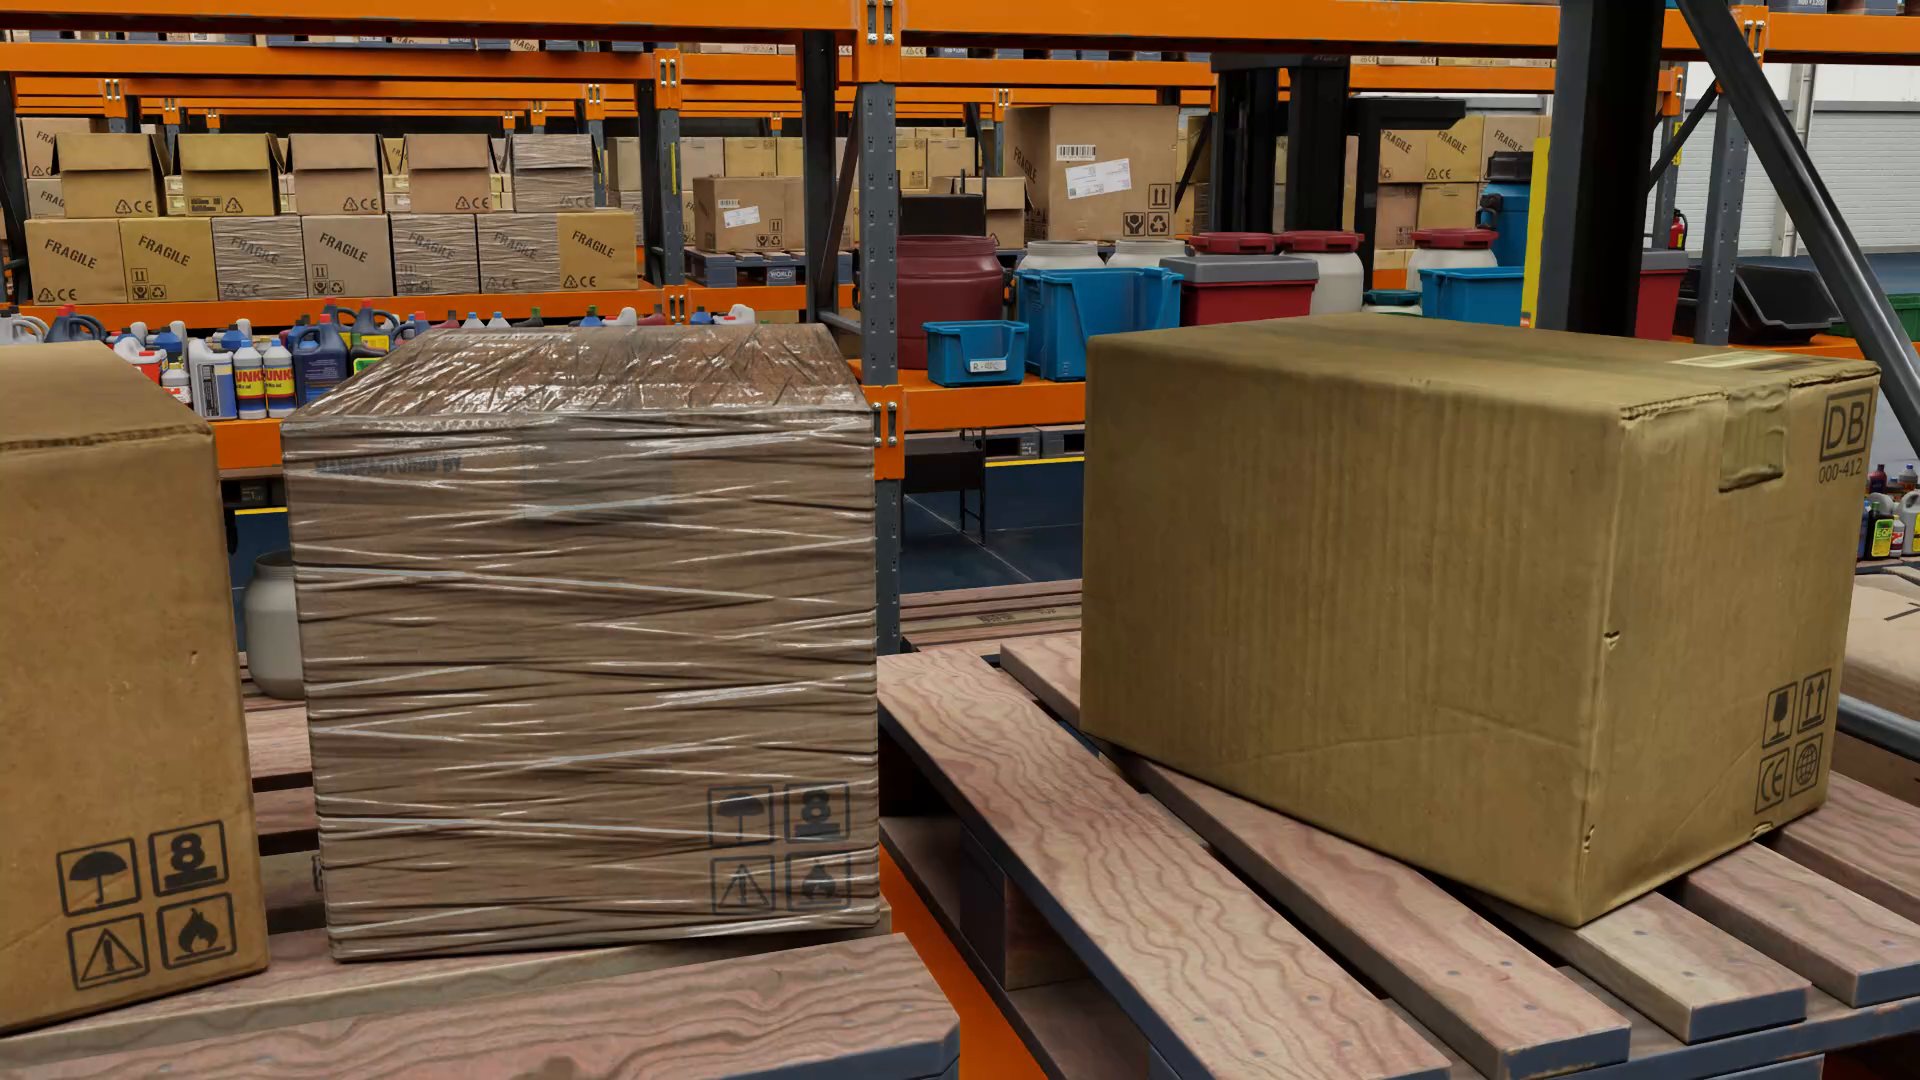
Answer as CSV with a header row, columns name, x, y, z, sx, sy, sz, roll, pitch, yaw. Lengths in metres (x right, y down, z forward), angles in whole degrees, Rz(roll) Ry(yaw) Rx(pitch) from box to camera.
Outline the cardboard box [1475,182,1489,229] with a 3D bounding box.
name,x,y,z,sx,sy,sz,roll,pitch,yaw
cardboard box,4.092,-2.622,13.326,0.500,0.500,0.875,-4,14,-18

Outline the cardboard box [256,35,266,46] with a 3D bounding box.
name,x,y,z,sx,sy,sz,roll,pitch,yaw
cardboard box,-8.061,-5.556,18.911,0.500,0.500,0.500,-5,14,-19

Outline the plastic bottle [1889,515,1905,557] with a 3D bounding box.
name,x,y,z,sx,sy,sz,roll,pitch,yaw
plastic bottle,4.686,-0.023,8.356,0.097,0.201,0.097,0,13,0

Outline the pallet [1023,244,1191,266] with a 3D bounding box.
name,x,y,z,sx,sy,sz,roll,pitch,yaw
pallet,0.984,-2.141,12.576,1.213,0.211,1.003,-4,14,-18

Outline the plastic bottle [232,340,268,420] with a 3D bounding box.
name,x,y,z,sx,sy,sz,roll,pitch,yaw
plastic bottle,-2.472,-0.558,5.785,0.097,0.271,0.097,0,13,0

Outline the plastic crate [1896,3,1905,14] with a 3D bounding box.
name,x,y,z,sx,sy,sz,roll,pitch,yaw
plastic crate,4.726,-2.711,8.644,0.396,0.136,0.243,-4,14,-18

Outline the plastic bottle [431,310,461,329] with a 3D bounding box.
name,x,y,z,sx,sy,sz,roll,pitch,yaw
plastic bottle,-2.080,-0.784,6.710,0.133,0.283,0.061,-4,14,-18

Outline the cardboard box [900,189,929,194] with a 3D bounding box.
name,x,y,z,sx,sy,sz,roll,pitch,yaw
cardboard box,-0.620,-3.268,16.685,0.500,0.500,0.500,-5,14,-19

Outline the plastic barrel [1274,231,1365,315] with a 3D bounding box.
name,x,y,z,sx,sy,sz,roll,pitch,yaw
plastic barrel,1.662,-1.162,7.752,0.433,0.535,0.433,0,13,0

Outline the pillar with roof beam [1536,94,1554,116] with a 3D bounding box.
name,x,y,z,sx,sy,sz,roll,pitch,yaw
pillar with roof beam,12.597,-8.822,27.286,0.400,9.000,9.100,-4,14,-18

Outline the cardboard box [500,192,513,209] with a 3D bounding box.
name,x,y,z,sx,sy,sz,roll,pitch,yaw
cardboard box,-4.098,-3.129,15.309,0.250,0.149,0.380,-4,14,-16

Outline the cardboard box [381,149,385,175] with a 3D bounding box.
name,x,y,z,sx,sy,sz,roll,pitch,yaw
cardboard box,-7.042,-4.466,19.559,0.500,0.500,0.500,-5,14,-19

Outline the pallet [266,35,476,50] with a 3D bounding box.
name,x,y,z,sx,sy,sz,roll,pitch,yaw
pallet,-3.689,-3.189,10.492,1.213,0.211,1.003,-4,14,-15

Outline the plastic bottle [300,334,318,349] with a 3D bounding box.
name,x,y,z,sx,sy,sz,roll,pitch,yaw
plastic bottle,-2.333,-0.604,5.978,0.097,0.271,0.097,0,13,0

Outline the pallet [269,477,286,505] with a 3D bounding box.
name,x,y,z,sx,sy,sz,roll,pitch,yaw
pallet,-3.962,-0.476,11.189,1.213,0.211,1.003,-4,14,-18

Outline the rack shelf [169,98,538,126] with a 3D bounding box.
name,x,y,z,sx,sy,sz,roll,pitch,yaw
rack shelf,-7.093,-5.099,19.669,4.000,0.370,1.077,-4,14,-18

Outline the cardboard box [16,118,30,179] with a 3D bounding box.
name,x,y,z,sx,sy,sz,roll,pitch,yaw
cardboard box,-8.161,-3.310,14.057,0.500,0.500,0.500,-5,14,-20

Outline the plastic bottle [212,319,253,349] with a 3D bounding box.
name,x,y,z,sx,sy,sz,roll,pitch,yaw
plastic bottle,-2.806,-0.713,6.426,0.135,0.276,0.152,-4,14,-18

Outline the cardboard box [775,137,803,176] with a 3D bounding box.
name,x,y,z,sx,sy,sz,roll,pitch,yaw
cardboard box,-1.645,-3.739,16.502,0.500,0.500,0.700,-5,14,-19

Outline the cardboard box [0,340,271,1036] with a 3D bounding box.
name,x,y,z,sx,sy,sz,roll,pitch,yaw
cardboard box,-1.017,0.108,1.584,0.500,0.500,0.700,-9,16,-32

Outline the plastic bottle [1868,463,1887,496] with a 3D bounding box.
name,x,y,z,sx,sy,sz,roll,pitch,yaw
plastic bottle,5.087,-0.282,9.266,0.133,0.283,0.061,-4,14,-17

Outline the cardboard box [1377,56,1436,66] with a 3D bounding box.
name,x,y,z,sx,sy,sz,roll,pitch,yaw
cardboard box,3.237,-3.697,12.544,0.500,0.250,0.500,-5,14,-20

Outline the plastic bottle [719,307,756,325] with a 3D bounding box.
name,x,y,z,sx,sy,sz,roll,pitch,yaw
plastic bottle,-0.922,-0.823,6.887,0.135,0.276,0.152,-4,14,-18

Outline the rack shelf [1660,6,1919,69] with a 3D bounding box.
name,x,y,z,sx,sy,sz,roll,pitch,yaw
rack shelf,5.230,-2.429,8.447,4.000,0.370,1.077,-4,14,-18

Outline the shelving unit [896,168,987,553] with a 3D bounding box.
name,x,y,z,sx,sy,sz,roll,pitch,yaw
shelving unit,-0.157,-1.009,9.348,0.503,2.100,0.431,-4,14,-18

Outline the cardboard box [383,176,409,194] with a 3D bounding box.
name,x,y,z,sx,sy,sz,roll,pitch,yaw
cardboard box,-5.067,-3.199,14.958,0.250,0.149,0.380,-4,14,-15

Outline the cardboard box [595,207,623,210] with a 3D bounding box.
name,x,y,z,sx,sy,sz,roll,pitch,yaw
cardboard box,-2.584,-2.036,11.504,0.500,0.500,0.500,-4,14,-16

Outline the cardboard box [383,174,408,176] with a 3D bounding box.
name,x,y,z,sx,sy,sz,roll,pitch,yaw
cardboard box,-5.268,-3.341,15.558,0.250,0.149,0.380,-4,14,-16

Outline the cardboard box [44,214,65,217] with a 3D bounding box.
name,x,y,z,sx,sy,sz,roll,pitch,yaw
cardboard box,-5.472,-1.811,10.560,0.500,0.500,0.500,-4,14,-18

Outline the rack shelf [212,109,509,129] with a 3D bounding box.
name,x,y,z,sx,sy,sz,roll,pitch,yaw
rack shelf,-8.679,-6.187,24.245,4.000,0.370,1.077,-4,14,-18

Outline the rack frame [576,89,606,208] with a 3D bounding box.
name,x,y,z,sx,sy,sz,roll,pitch,yaw
rack frame,-3.523,-3.059,16.021,0.127,3.000,1.000,-4,14,-18

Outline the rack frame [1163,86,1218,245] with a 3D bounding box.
name,x,y,z,sx,sy,sz,roll,pitch,yaw
rack frame,1.755,-2.259,12.657,0.127,3.000,1.000,-4,14,-18

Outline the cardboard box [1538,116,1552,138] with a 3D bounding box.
name,x,y,z,sx,sy,sz,roll,pitch,yaw
cardboard box,4.631,-3.101,13.178,0.500,0.500,0.500,-4,14,-18

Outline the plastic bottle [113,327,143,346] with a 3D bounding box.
name,x,y,z,sx,sy,sz,roll,pitch,yaw
plastic bottle,-3.096,-0.658,6.204,0.097,0.271,0.097,0,13,0

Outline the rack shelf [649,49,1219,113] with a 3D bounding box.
name,x,y,z,sx,sy,sz,roll,pitch,yaw
rack shelf,-0.141,-3.221,11.773,4.000,0.370,1.077,-4,14,-18

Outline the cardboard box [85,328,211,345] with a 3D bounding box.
name,x,y,z,sx,sy,sz,roll,pitch,yaw
cardboard box,-5.228,-0.891,10.589,0.875,0.875,1.225,-4,14,-18

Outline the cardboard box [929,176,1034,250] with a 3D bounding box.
name,x,y,z,sx,sy,sz,roll,pitch,yaw
cardboard box,0.141,-2.365,11.973,0.637,0.503,0.797,-3,14,-12

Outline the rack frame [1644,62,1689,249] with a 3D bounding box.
name,x,y,z,sx,sy,sz,roll,pitch,yaw
rack frame,5.546,-2.554,13.898,0.127,3.000,1.000,-4,14,-18

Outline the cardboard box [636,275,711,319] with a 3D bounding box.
name,x,y,z,sx,sy,sz,roll,pitch,yaw
cardboard box,-2.917,-2.194,16.338,0.750,0.750,1.050,-5,14,-19

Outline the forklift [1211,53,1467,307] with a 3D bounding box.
name,x,y,z,sx,sy,sz,roll,pitch,yaw
forklift,2.412,-1.710,10.498,3.031,2.935,1.130,-6,15,-25

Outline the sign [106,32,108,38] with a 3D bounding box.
name,x,y,z,sx,sy,sz,roll,pitch,yaw
sign,-7.133,-4.356,13.875,0.005,0.325,0.100,-4,14,-18

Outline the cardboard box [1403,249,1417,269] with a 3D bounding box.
name,x,y,z,sx,sy,sz,roll,pitch,yaw
cardboard box,3.472,-2.200,12.953,0.250,0.149,0.380,-4,14,-18

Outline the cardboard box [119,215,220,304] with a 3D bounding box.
name,x,y,z,sx,sy,sz,roll,pitch,yaw
cardboard box,-4.836,-1.733,10.232,0.500,0.500,0.500,-4,14,-18

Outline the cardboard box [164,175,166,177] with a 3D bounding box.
name,x,y,z,sx,sy,sz,roll,pitch,yaw
cardboard box,-9.517,-4.395,19.261,0.500,0.500,0.500,-4,14,-18

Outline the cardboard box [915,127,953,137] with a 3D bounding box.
name,x,y,z,sx,sy,sz,roll,pitch,yaw
cardboard box,-0.429,-5.130,21.708,0.500,0.500,0.700,-4,14,-18

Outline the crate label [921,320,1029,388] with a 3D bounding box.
name,x,y,z,sx,sy,sz,roll,pitch,yaw
crate label,0.062,-0.745,6.654,0.416,0.233,0.303,-4,14,-18

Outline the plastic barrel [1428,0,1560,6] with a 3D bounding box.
name,x,y,z,sx,sy,sz,roll,pitch,yaw
plastic barrel,2.302,-2.742,7.124,0.600,0.901,0.600,0,13,0

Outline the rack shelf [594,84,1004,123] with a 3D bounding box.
name,x,y,z,sx,sy,sz,roll,pitch,yaw
rack shelf,-1.627,-4.316,16.377,4.000,0.370,1.077,-4,14,-18

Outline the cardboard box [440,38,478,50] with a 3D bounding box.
name,x,y,z,sx,sy,sz,roll,pitch,yaw
cardboard box,-4.453,-4.429,15.083,0.500,0.500,0.500,-4,14,-18

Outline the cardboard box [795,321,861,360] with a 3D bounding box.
name,x,y,z,sx,sy,sz,roll,pitch,yaw
cardboard box,-0.912,-1.424,11.977,0.500,0.250,0.500,-3,14,-12

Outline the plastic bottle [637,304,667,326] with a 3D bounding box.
name,x,y,z,sx,sy,sz,roll,pitch,yaw
plastic bottle,-1.296,-0.845,6.966,0.133,0.283,0.061,-4,14,-18
